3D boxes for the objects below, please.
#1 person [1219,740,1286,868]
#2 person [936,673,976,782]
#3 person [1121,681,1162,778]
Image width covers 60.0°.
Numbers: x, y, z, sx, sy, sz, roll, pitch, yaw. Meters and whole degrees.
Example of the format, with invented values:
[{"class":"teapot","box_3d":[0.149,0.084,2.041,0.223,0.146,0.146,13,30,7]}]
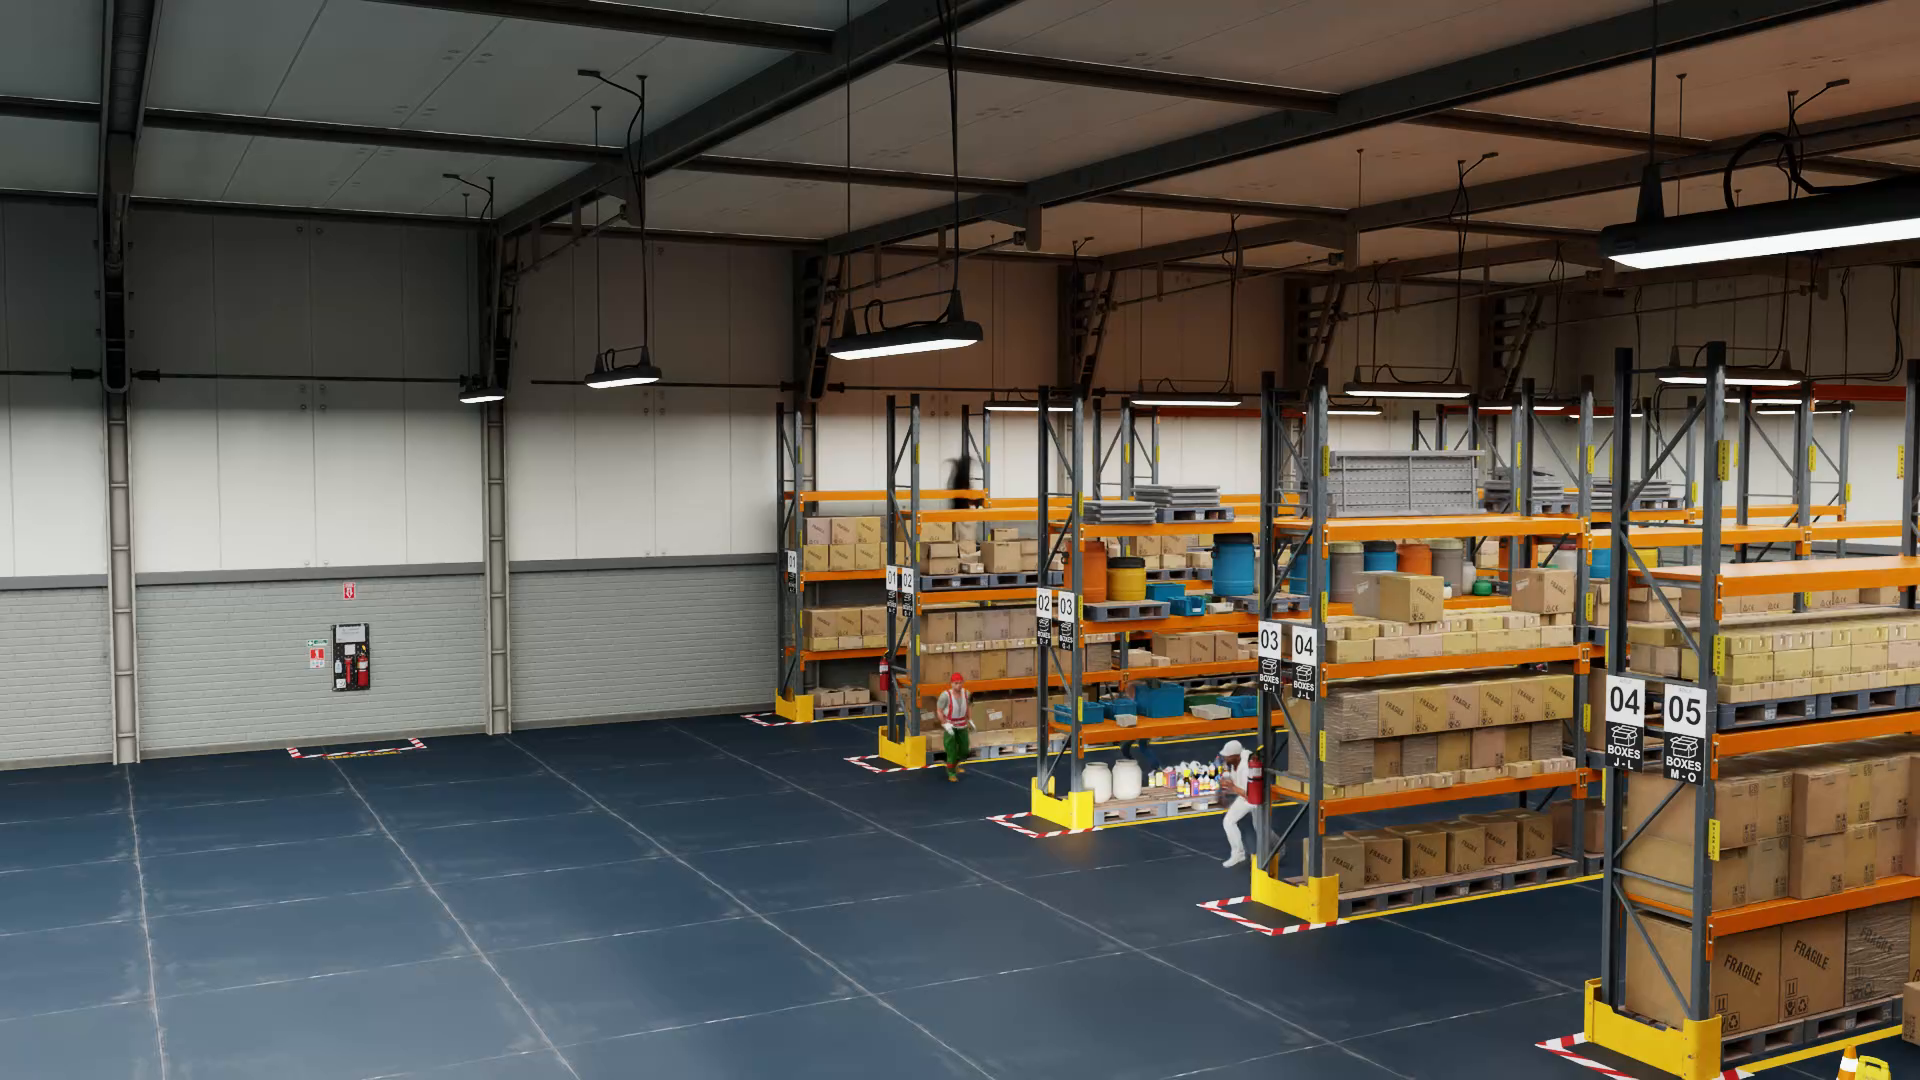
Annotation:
[{"class":"person","box_3d":[3.585,3.226,20.296,1.067,1.620,0.675,-1,3,-22]},{"class":"person","box_3d":[-0.106,2.863,25.548,0.640,1.718,0.785,-1,4,-25]},{"class":"person","box_3d":[2.792,2.944,25.479,0.767,1.619,0.506,-1,3,-22]}]
